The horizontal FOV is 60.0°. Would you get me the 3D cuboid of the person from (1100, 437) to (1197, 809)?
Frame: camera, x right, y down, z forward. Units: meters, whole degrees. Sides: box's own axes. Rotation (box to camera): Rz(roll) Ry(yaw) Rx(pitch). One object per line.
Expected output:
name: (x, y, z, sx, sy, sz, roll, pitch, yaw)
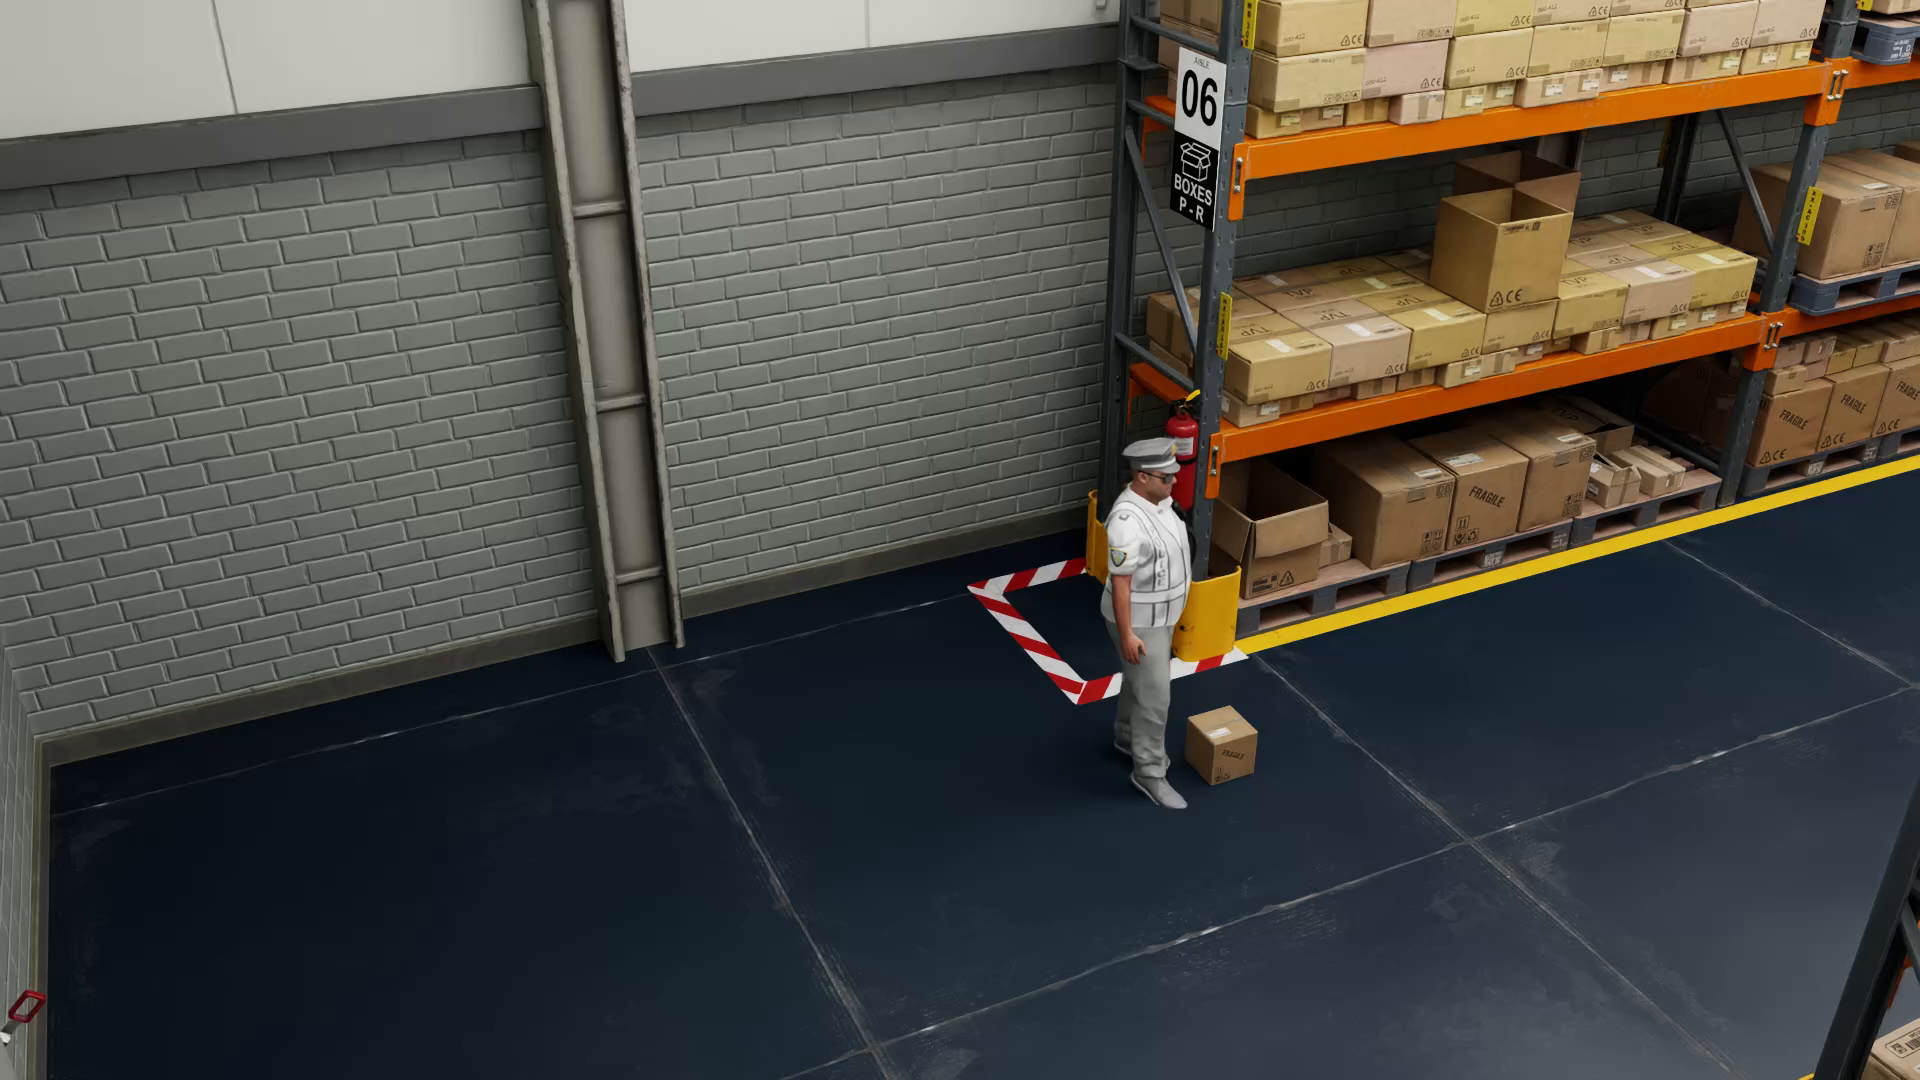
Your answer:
person: (0.938, 0.376, 7.814, 0.546, 1.799, 0.555, 13, 32, 22)
